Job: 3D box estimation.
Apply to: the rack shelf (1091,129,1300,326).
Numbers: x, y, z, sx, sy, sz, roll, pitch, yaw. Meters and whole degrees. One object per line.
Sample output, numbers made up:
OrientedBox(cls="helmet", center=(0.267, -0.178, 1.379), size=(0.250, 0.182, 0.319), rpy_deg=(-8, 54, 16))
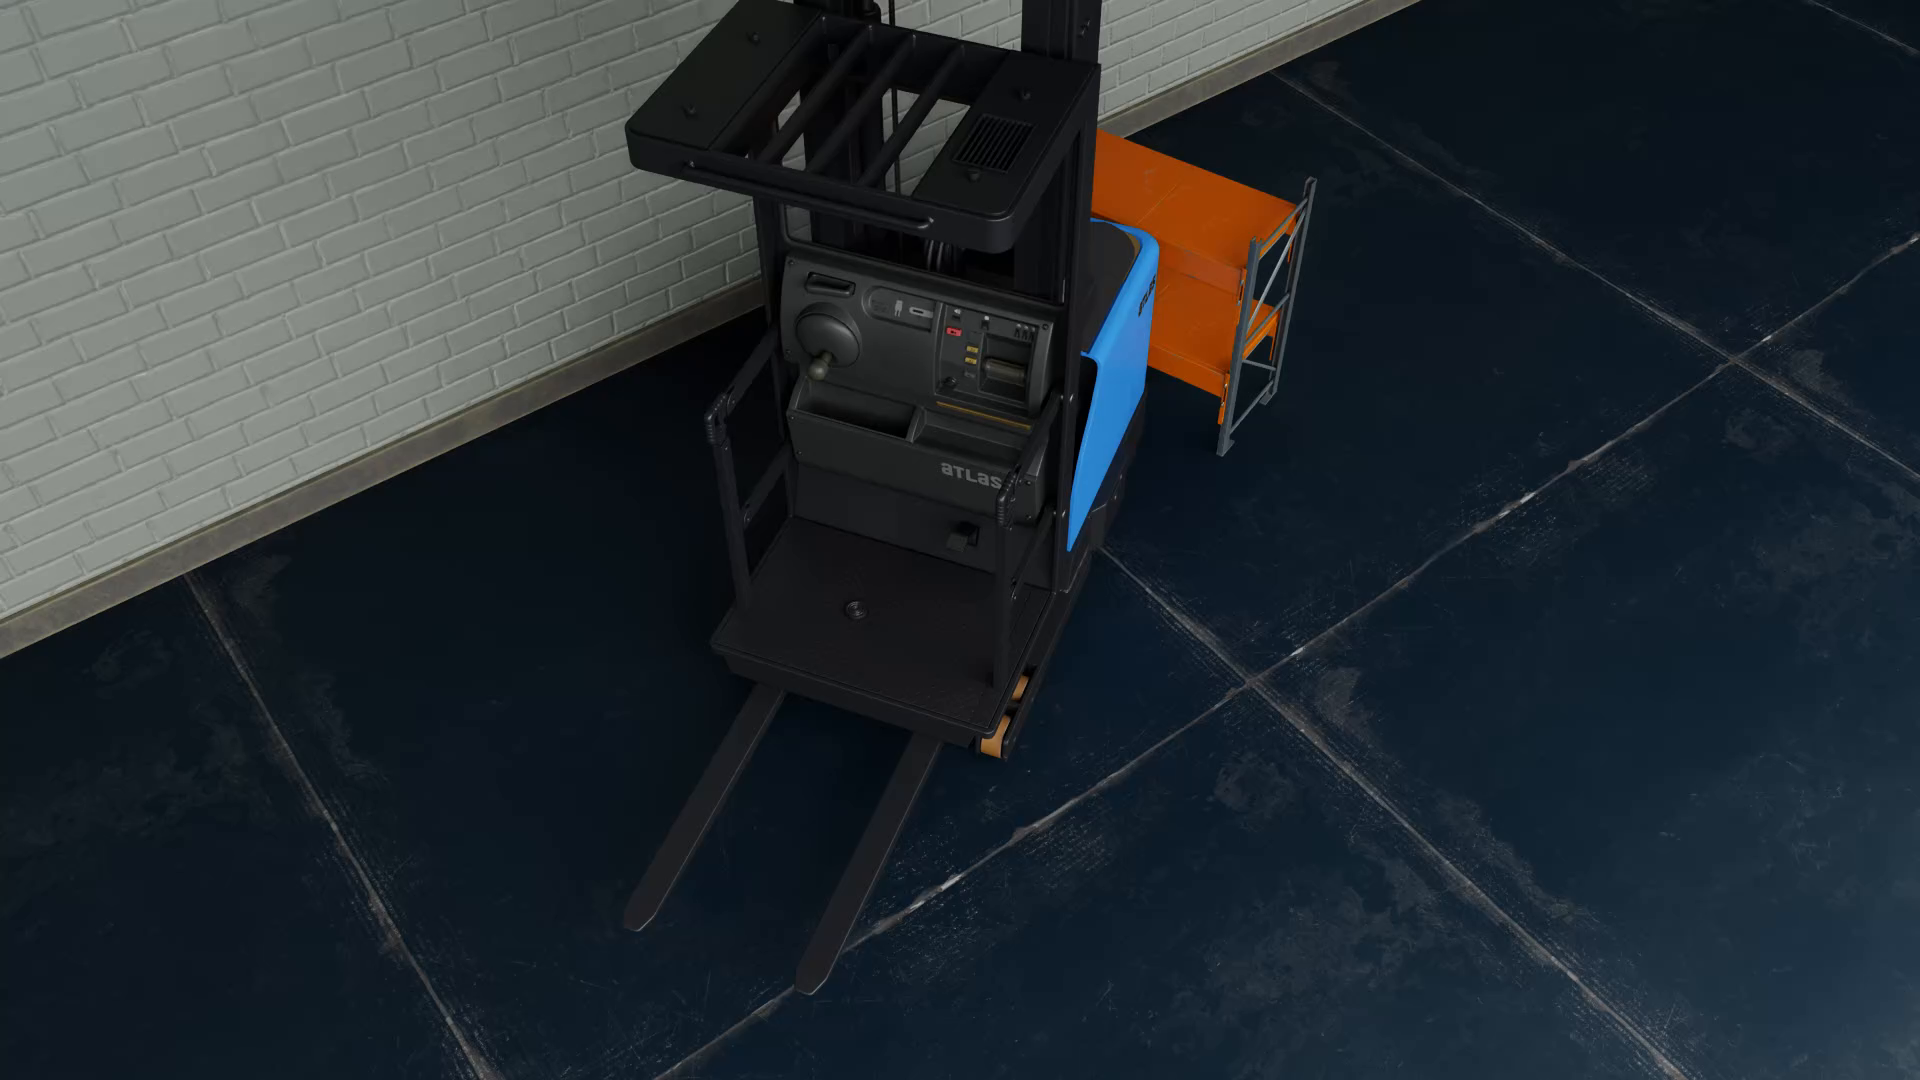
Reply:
OrientedBox(cls="rack shelf", center=(0.826, -1.300, 6.773), size=(1.000, 0.278, 0.538), rpy_deg=(27, 53, 22))

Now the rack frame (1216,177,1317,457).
OrientedBox(cls="rack frame", center=(1.244, -0.890, 6.796), size=(0.032, 1.125, 0.500), rpy_deg=(27, 53, 22))

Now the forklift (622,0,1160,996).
OrientedBox(cls="forklift", center=(-0.225, -0.554, 5.273), size=(1.130, 2.935, 3.031), rpy_deg=(16, 50, 14))

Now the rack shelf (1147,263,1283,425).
OrientedBox(cls="rack shelf", center=(0.826, -0.940, 7.171), size=(1.000, 0.278, 0.538), rpy_deg=(27, 53, 22))

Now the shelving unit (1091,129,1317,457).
OrientedBox(cls="shelving unit", center=(0.826, -1.104, 6.990), size=(1.048, 1.125, 0.538), rpy_deg=(27, 53, 22))
